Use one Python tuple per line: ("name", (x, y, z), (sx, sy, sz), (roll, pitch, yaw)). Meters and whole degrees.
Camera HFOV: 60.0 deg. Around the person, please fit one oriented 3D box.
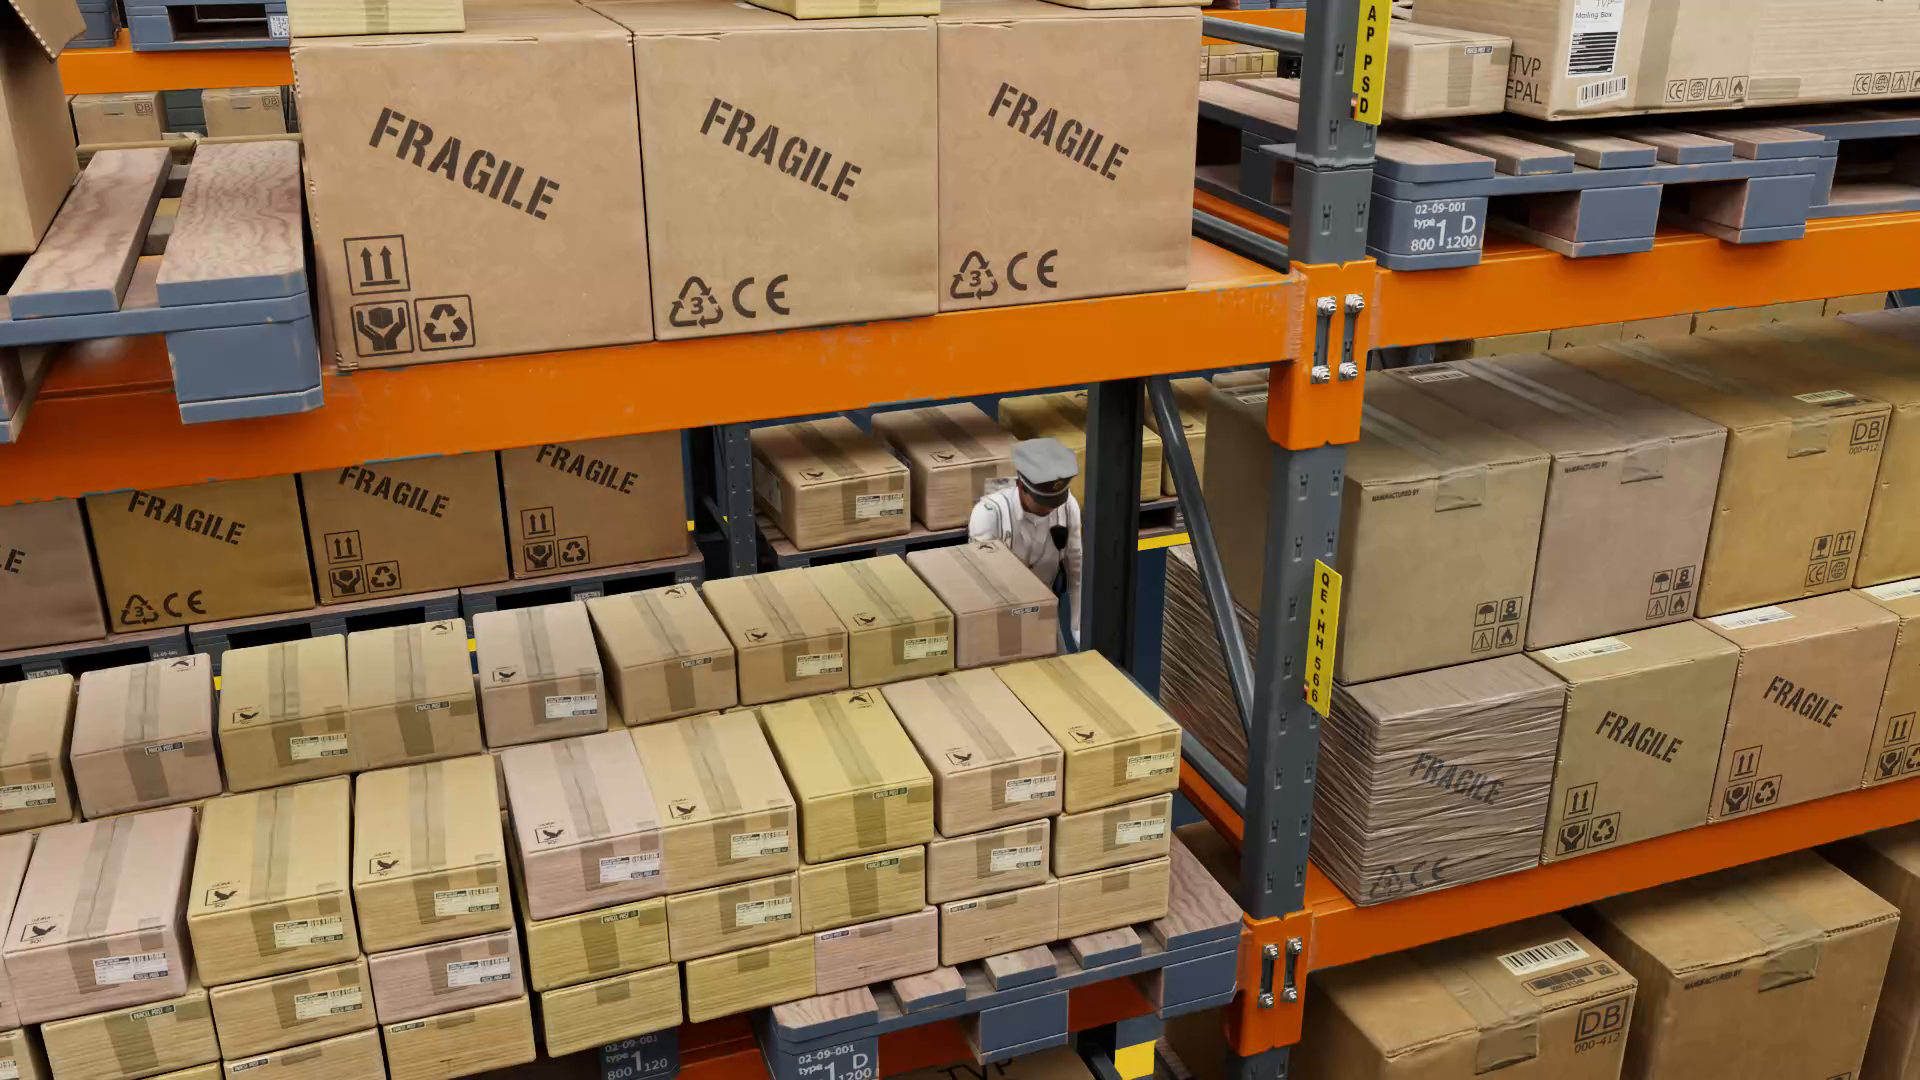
("person", (0.258, 0.344, 6.400), (0.516, 1.576, 0.526), (-8, 24, -18))
